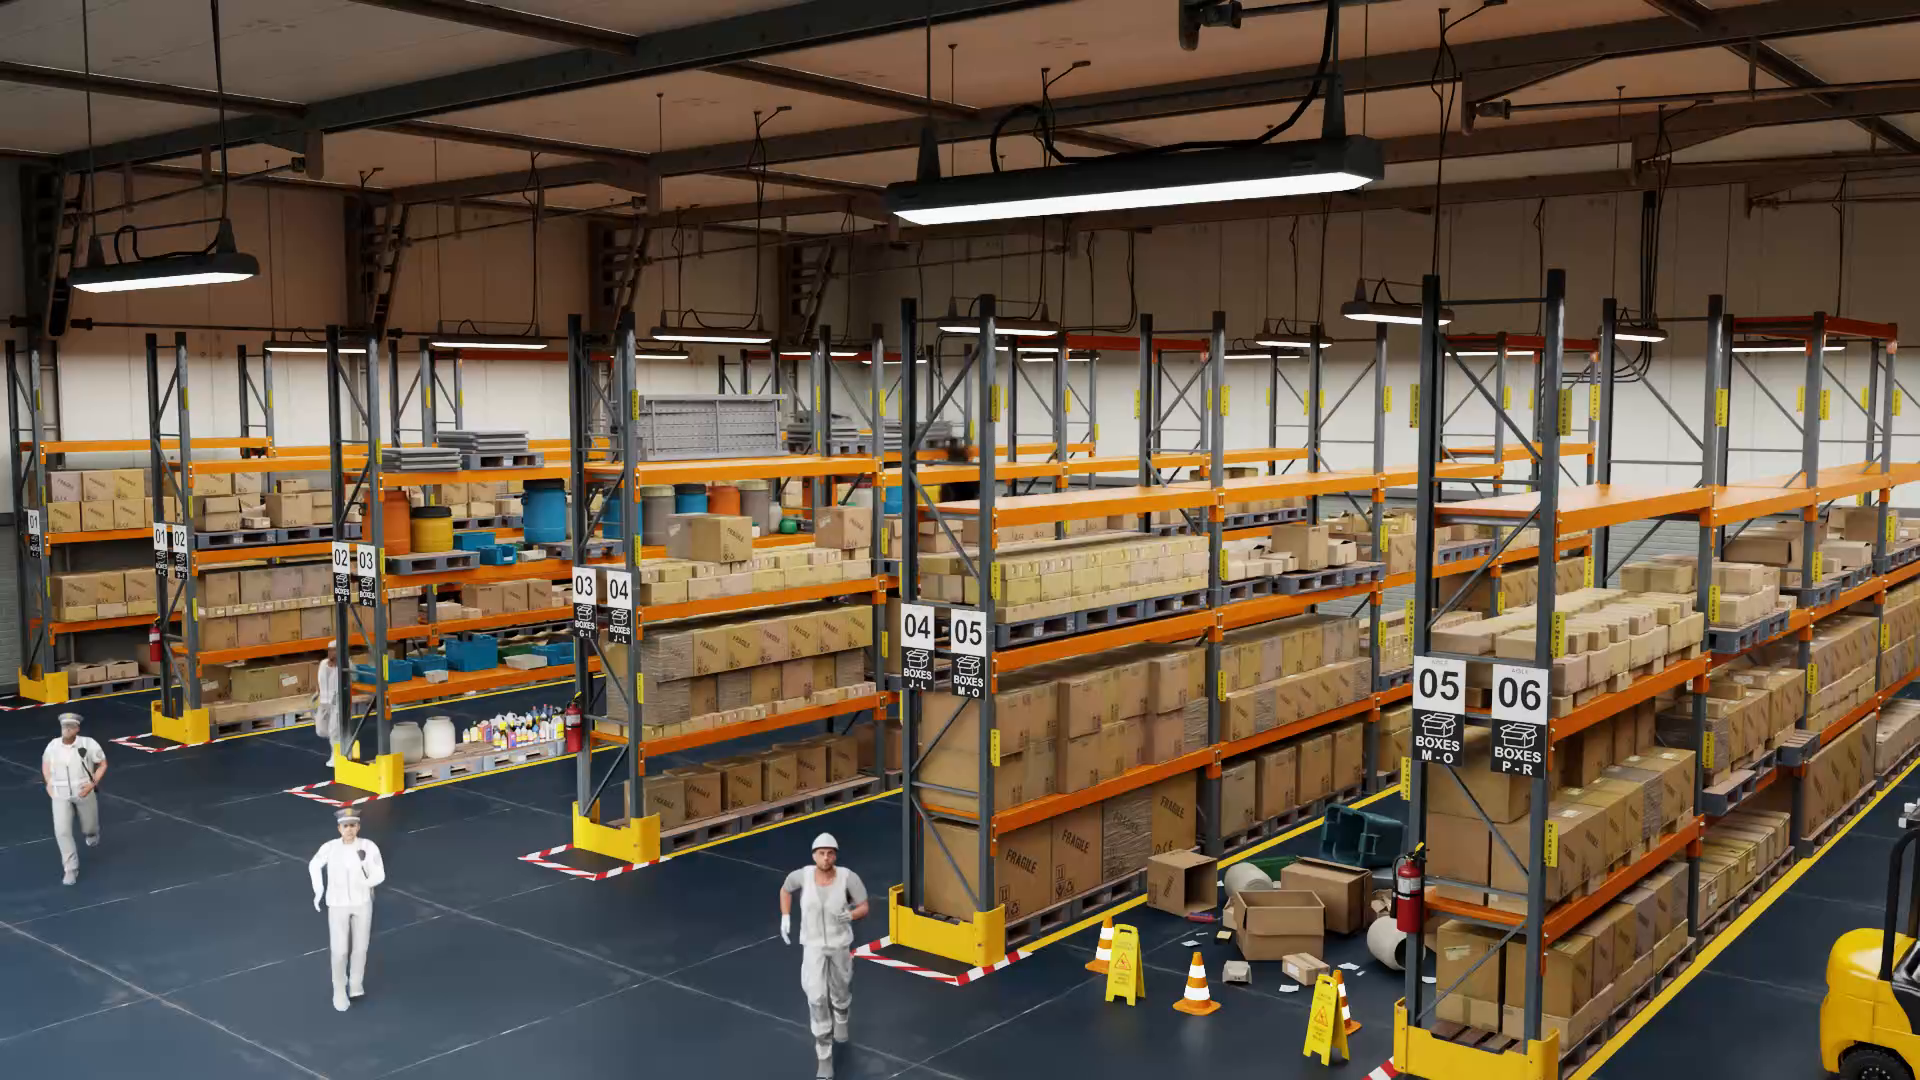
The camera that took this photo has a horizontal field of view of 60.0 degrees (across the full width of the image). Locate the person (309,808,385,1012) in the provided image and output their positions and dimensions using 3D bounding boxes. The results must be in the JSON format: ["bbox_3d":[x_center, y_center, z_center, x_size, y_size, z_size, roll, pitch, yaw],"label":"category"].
[{"bbox_3d":[-5.108,3.075,13.902,0.579,1.706,0.685,-2,6,-24],"label":"person"}]

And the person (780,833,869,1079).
[{"bbox_3d":[-1.038,3.126,12.763,0.678,1.826,0.905,-1,5,-7],"label":"person"}]

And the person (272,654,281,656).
[{"bbox_3d":[-11.507,1.830,28.055,0.610,1.650,0.896,2,6,22],"label":"person"}]

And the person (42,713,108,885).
[{"bbox_3d":[-9.478,2.715,17.817,0.643,1.779,1.018,-2,6,-22],"label":"person"}]

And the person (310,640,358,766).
[{"bbox_3d":[-8.611,2.239,22.983,0.692,1.724,0.583,1,5,12],"label":"person"}]
